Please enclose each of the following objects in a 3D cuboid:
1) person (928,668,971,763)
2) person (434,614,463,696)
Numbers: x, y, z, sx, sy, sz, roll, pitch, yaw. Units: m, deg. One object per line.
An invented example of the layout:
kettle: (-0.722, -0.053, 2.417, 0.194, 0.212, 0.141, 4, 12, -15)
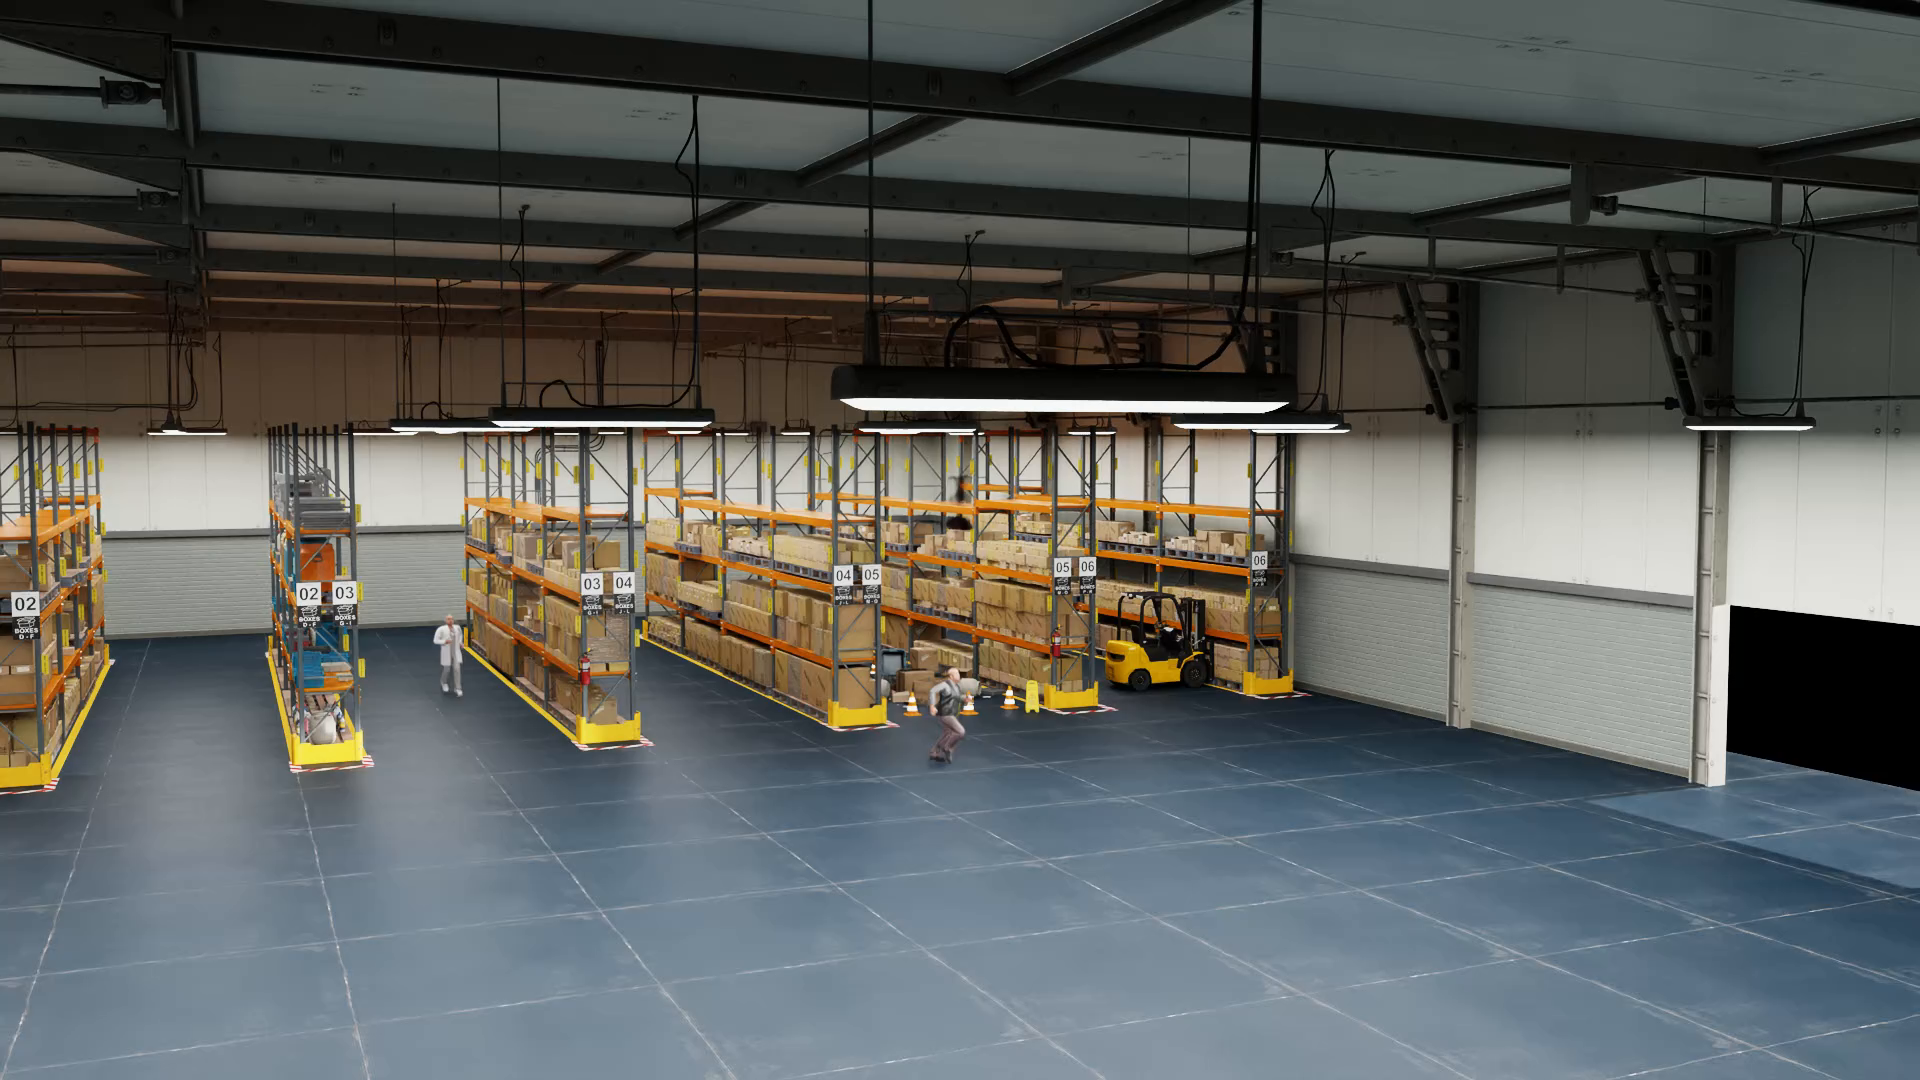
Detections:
person: (-0.184, 3.079, 29.111, 0.782, 1.673, 0.688, 2, 4, 25)
person: (-11.355, 2.540, 37.026, 0.709, 1.771, 1.034, -2, 4, -35)
